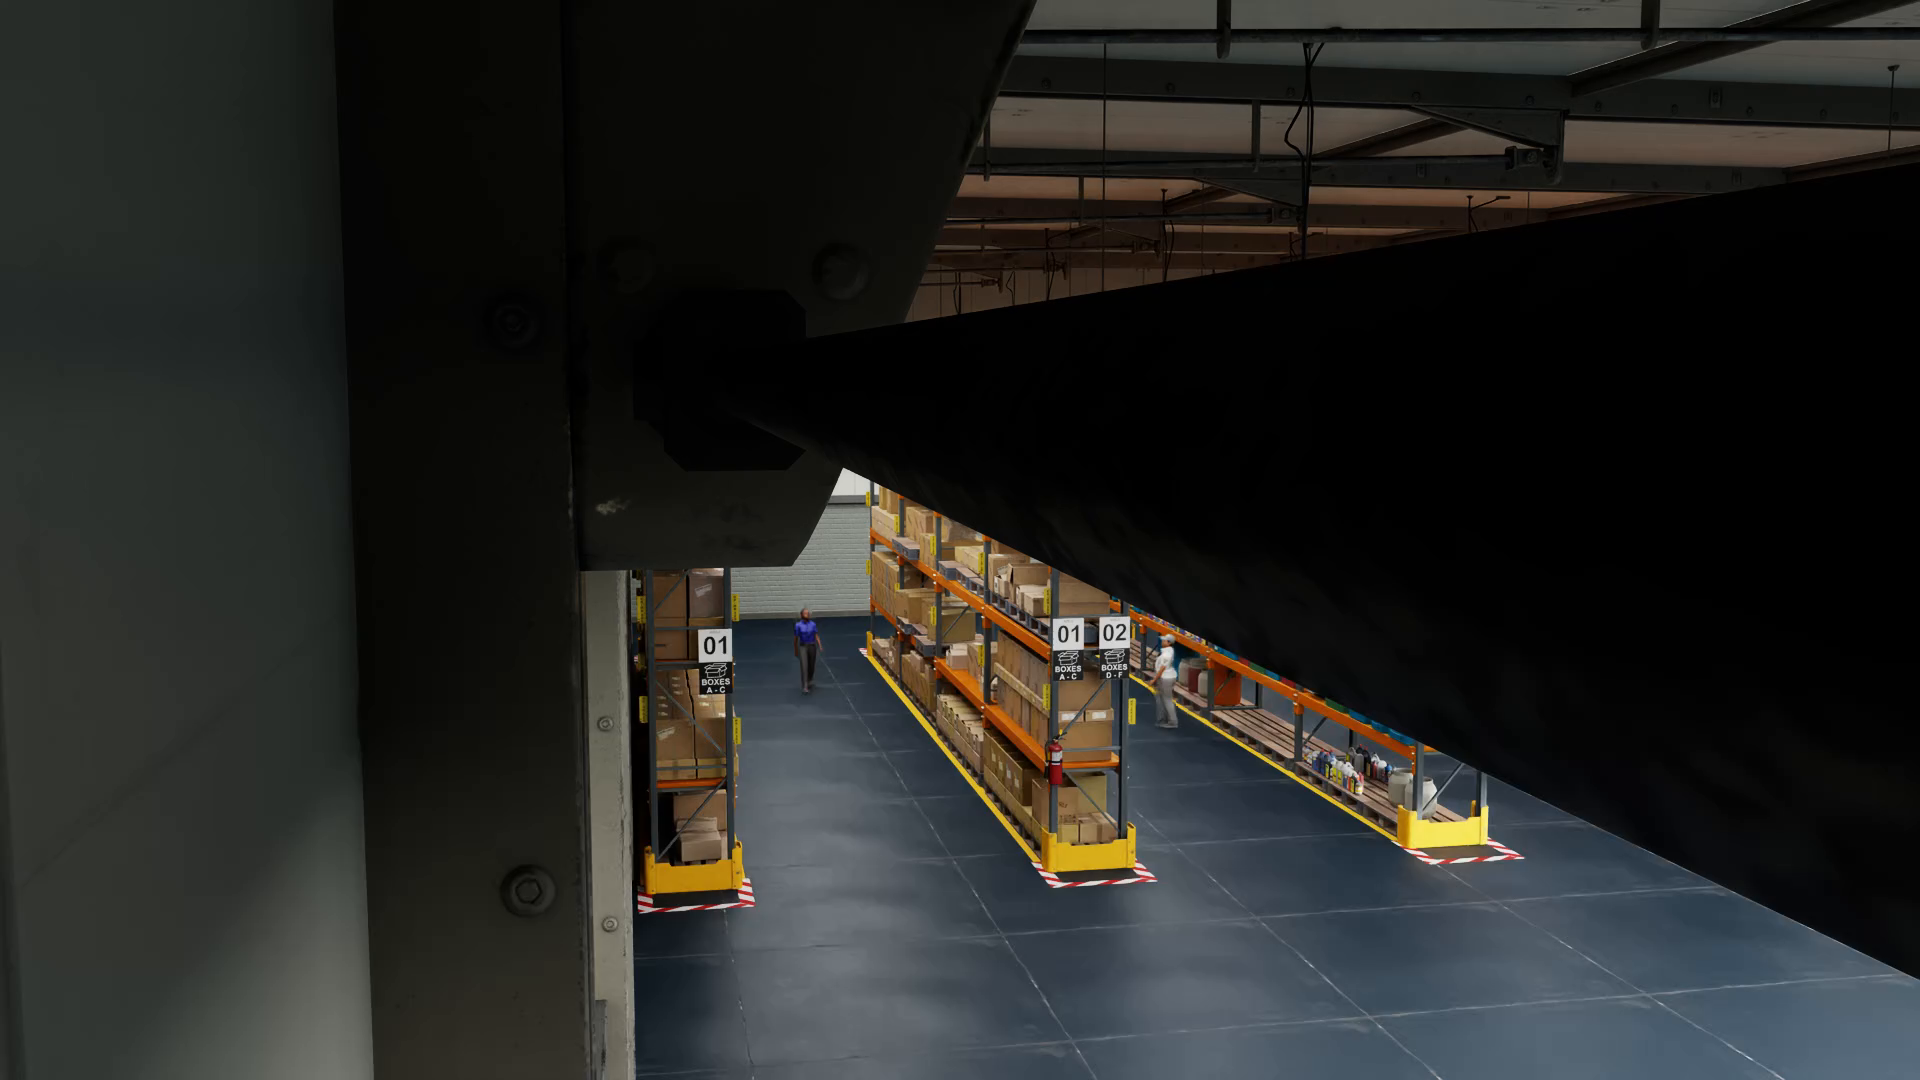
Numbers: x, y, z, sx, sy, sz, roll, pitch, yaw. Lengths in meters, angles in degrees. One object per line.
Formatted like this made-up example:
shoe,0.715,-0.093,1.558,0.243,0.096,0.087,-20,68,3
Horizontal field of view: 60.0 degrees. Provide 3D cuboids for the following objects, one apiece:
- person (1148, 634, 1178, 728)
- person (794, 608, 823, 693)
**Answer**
person,3.579,2.502,29.117,0.554,1.722,0.584,3,7,25
person,-2.973,2.140,32.539,0.544,1.586,0.987,-1,6,-13
